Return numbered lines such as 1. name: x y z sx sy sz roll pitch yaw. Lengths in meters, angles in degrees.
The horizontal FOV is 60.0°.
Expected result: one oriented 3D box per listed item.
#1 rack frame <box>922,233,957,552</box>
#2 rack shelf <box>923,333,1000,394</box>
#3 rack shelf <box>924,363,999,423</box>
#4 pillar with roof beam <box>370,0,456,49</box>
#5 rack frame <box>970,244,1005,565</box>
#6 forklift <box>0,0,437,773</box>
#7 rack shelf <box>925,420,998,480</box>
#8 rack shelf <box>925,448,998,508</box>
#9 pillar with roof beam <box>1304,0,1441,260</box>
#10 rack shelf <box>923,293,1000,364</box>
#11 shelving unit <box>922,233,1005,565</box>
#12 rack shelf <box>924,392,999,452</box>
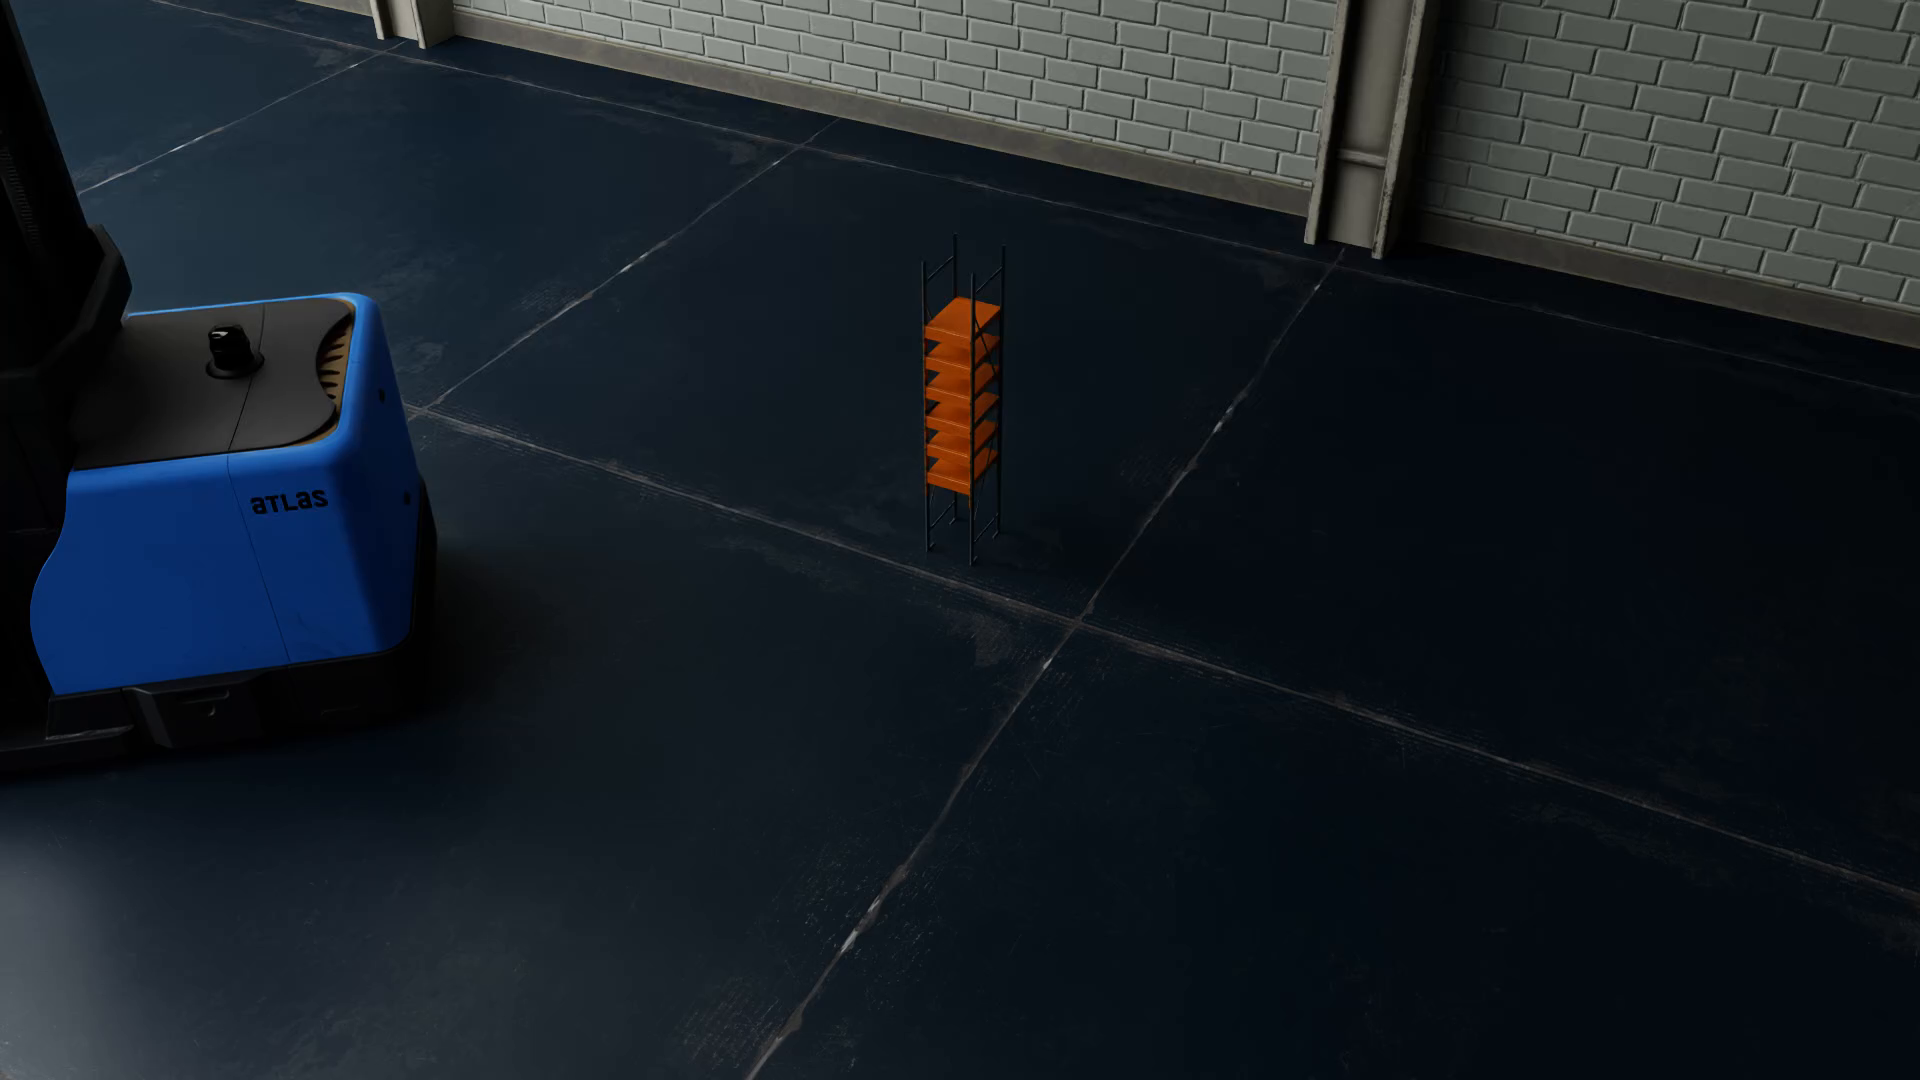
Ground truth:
1. rack frame: -0.068 -0.499 5.915 0.006 1.200 0.240 17 41 21
2. rack shelf: 0.013 -0.630 5.764 0.180 0.103 0.258 17 41 21
3. rack shelf: 0.013 -0.534 5.836 0.180 0.103 0.258 17 41 21
4. pillar with roof beam: -5.371 -4.432 4.646 0.400 9.000 9.100 17 41 21
5. rack frame: 0.094 -0.448 5.848 0.006 1.200 0.240 17 41 21
6. forklift: -3.328 -0.686 4.730 3.031 2.935 1.130 -7 38 -10
7. rack shelf: 0.013 -0.343 5.981 0.180 0.103 0.258 17 41 21
8. rack shelf: 0.013 -0.247 6.054 0.180 0.103 0.258 17 41 21
9. pillar with roof beam: -0.043 -2.763 2.448 0.400 9.000 9.100 17 41 21
10. rack shelf: 0.013 -0.725 5.691 0.180 0.103 0.258 17 41 21
11. shelving unit: 0.013 -0.474 5.882 0.189 1.200 0.258 17 41 21
12. rack shelf: 0.013 -0.438 5.909 0.180 0.103 0.258 17 41 21
